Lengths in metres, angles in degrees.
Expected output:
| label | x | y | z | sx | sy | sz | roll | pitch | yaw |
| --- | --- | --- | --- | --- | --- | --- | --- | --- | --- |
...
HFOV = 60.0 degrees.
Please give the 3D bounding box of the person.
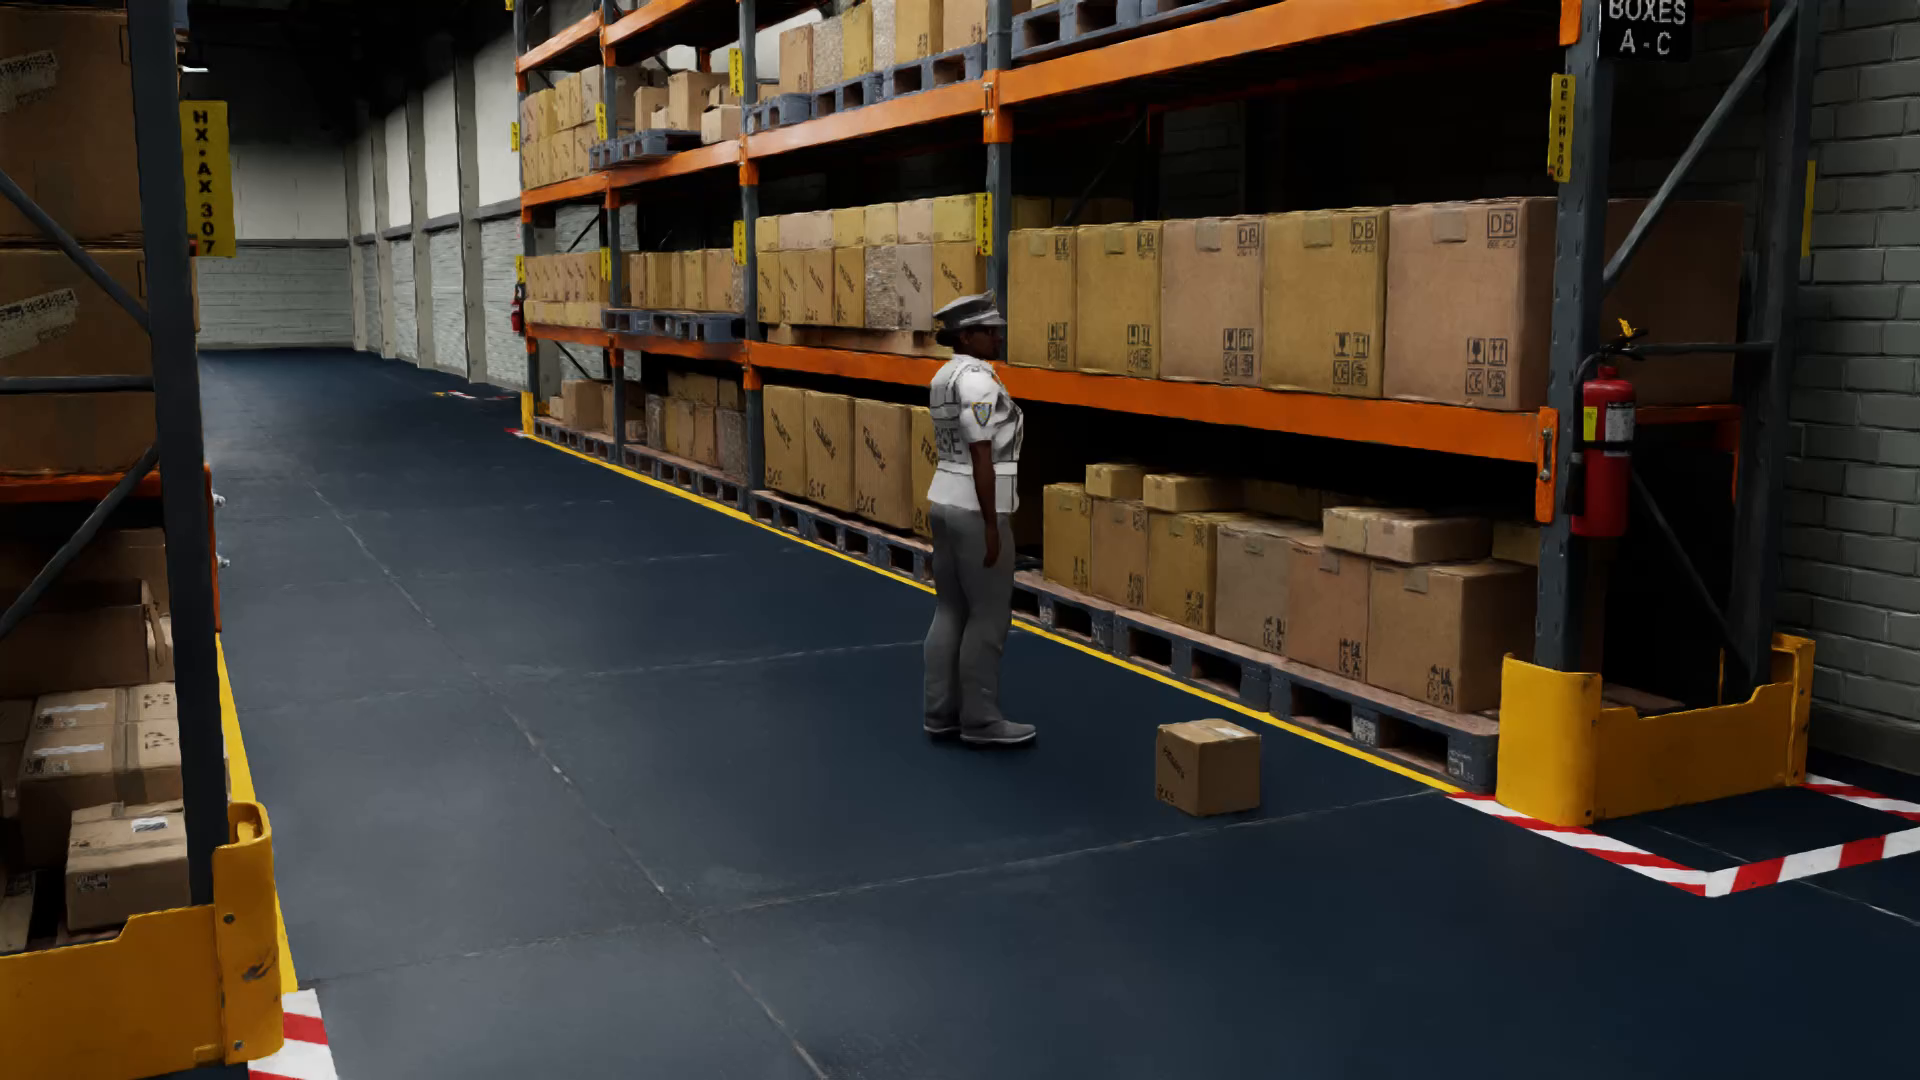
| label | x | y | z | sx | sy | sz | roll | pitch | yaw |
| --- | --- | --- | --- | --- | --- | --- | --- | --- | --- |
| person | 0.047 | -0.094 | 6.259 | 0.388 | 1.685 | 0.584 | -3 | 9 | -21 |
